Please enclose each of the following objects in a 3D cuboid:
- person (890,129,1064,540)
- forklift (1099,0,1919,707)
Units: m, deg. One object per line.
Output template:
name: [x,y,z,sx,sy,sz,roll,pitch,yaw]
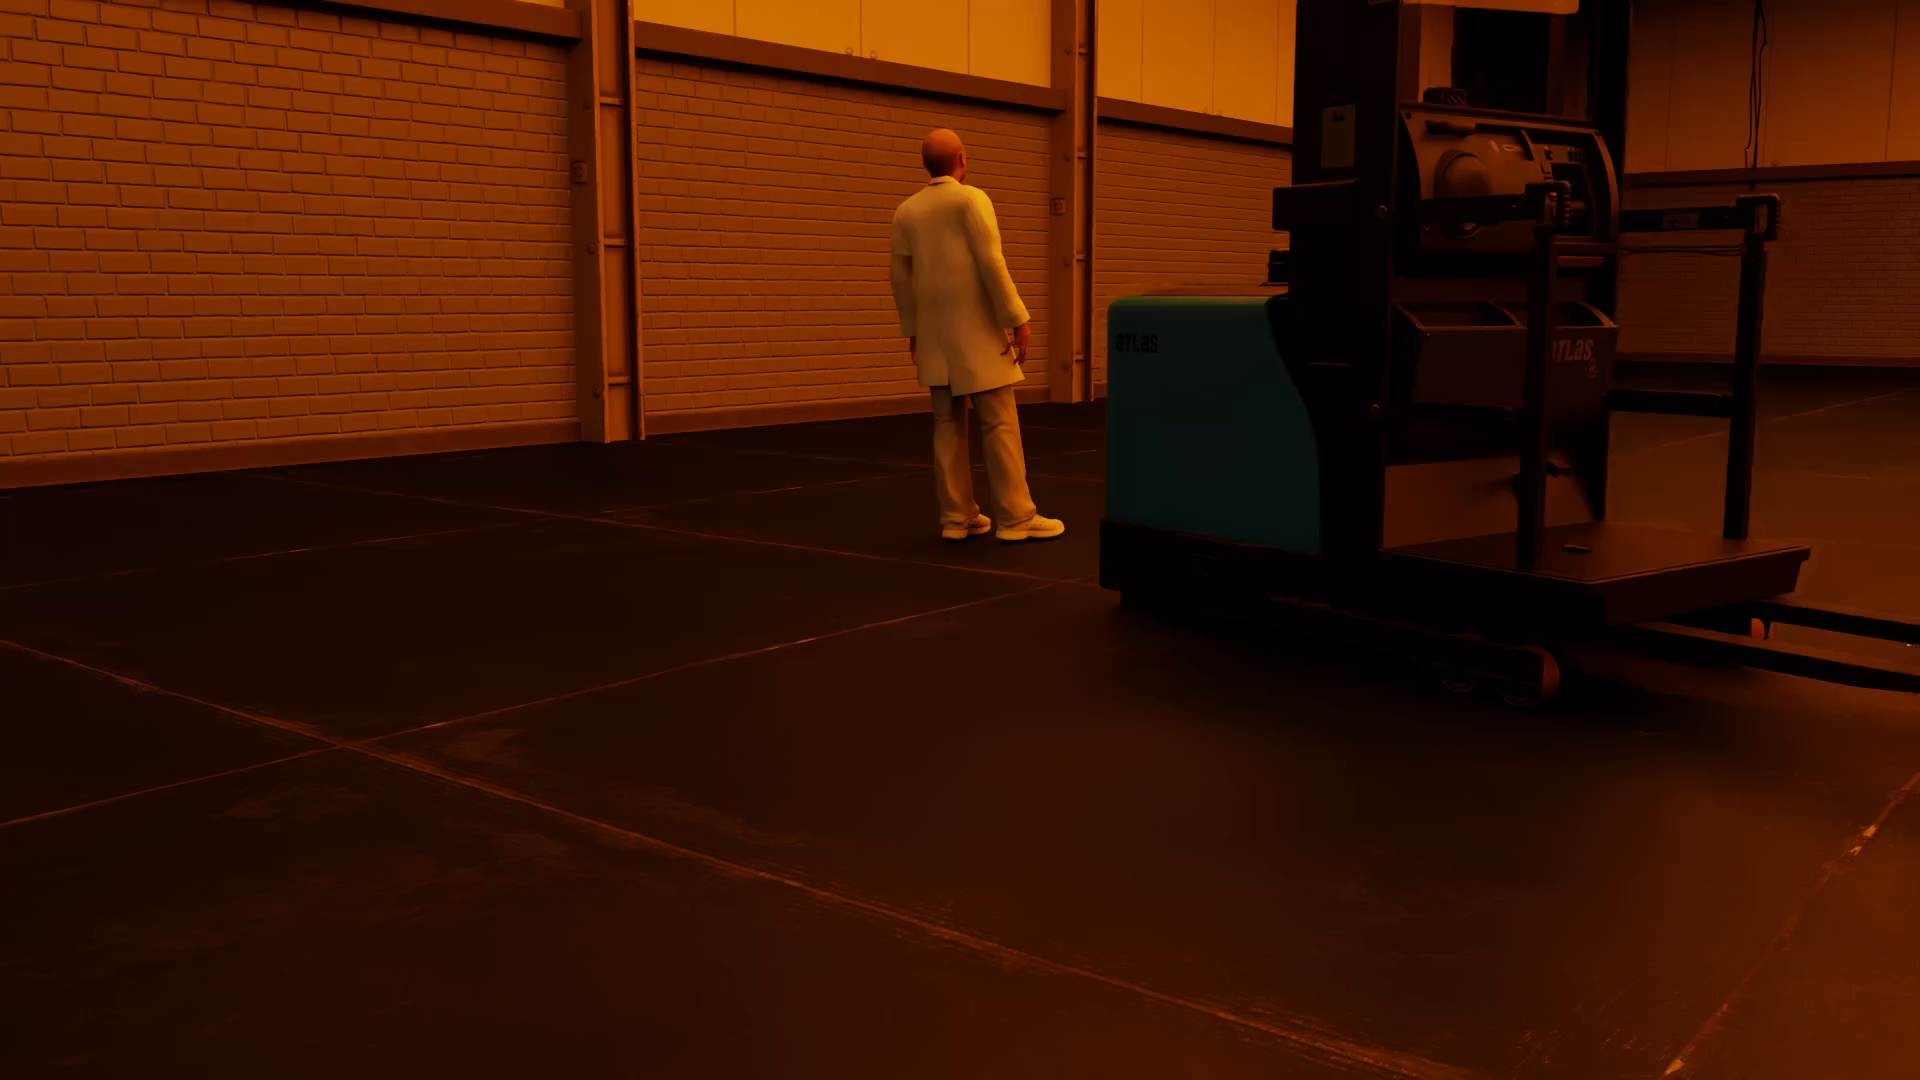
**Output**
person: [0.062,-0.897,7.344,0.696,1.776,0.575,7,11,38]
forklift: [1.748,-1.088,4.717,1.130,2.935,3.031,-6,10,-35]
